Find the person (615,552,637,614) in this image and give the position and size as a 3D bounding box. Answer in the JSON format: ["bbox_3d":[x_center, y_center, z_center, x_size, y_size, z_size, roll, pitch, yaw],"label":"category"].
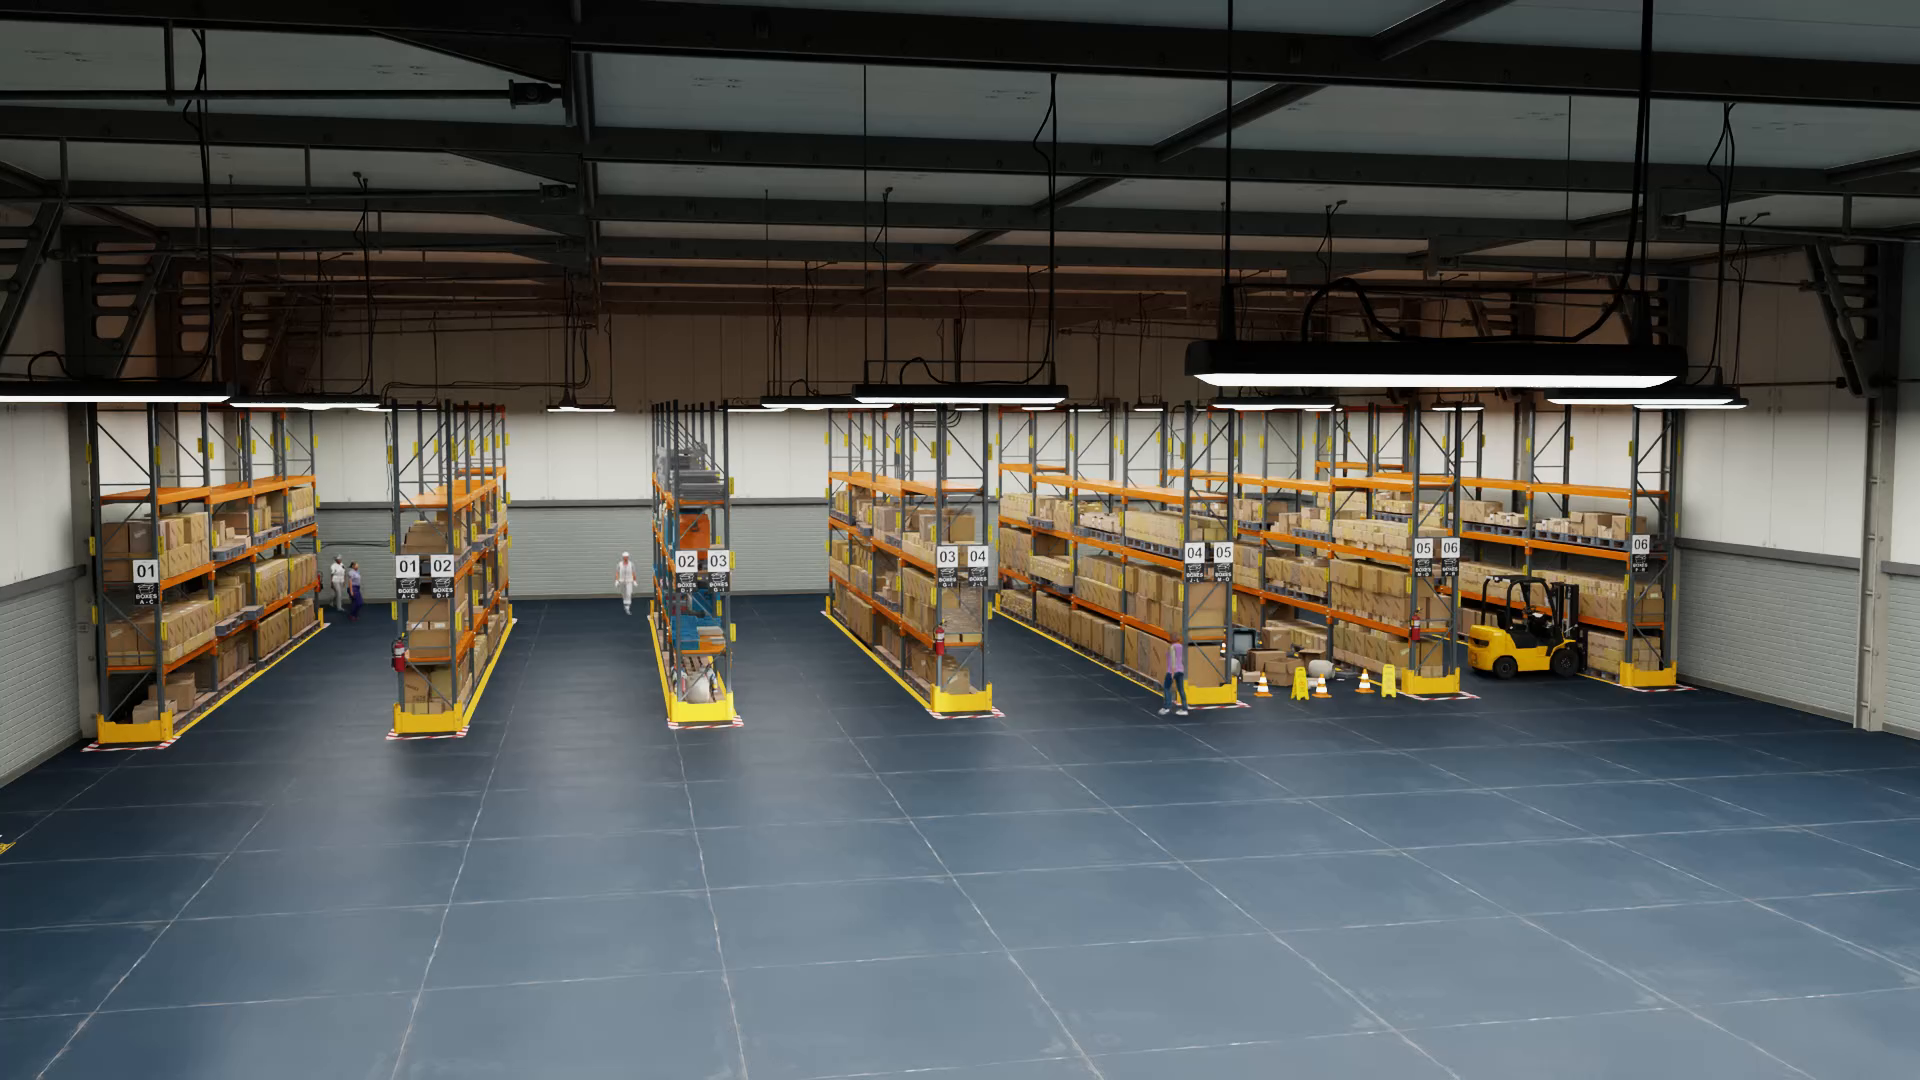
[{"bbox_3d":[-9.651,1.221,47.855,0.554,1.729,0.978,0,4,4],"label":"person"}]

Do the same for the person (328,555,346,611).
[{"bbox_3d":[-18.216,1.230,48.581,0.793,1.640,0.454,2,5,26],"label":"person"}]

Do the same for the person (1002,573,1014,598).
[{"bbox_3d":[1.462,1.166,49.803,0.661,1.629,0.575,0,4,2],"label":"person"}]

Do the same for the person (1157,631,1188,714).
[{"bbox_3d":[4.126,2.550,31.750,0.426,1.611,0.655,-3,6,-39],"label":"person"}]

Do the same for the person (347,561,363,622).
[{"bbox_3d":[-16.774,1.426,46.134,0.415,1.666,0.508,-1,4,-14],"label":"person"}]
